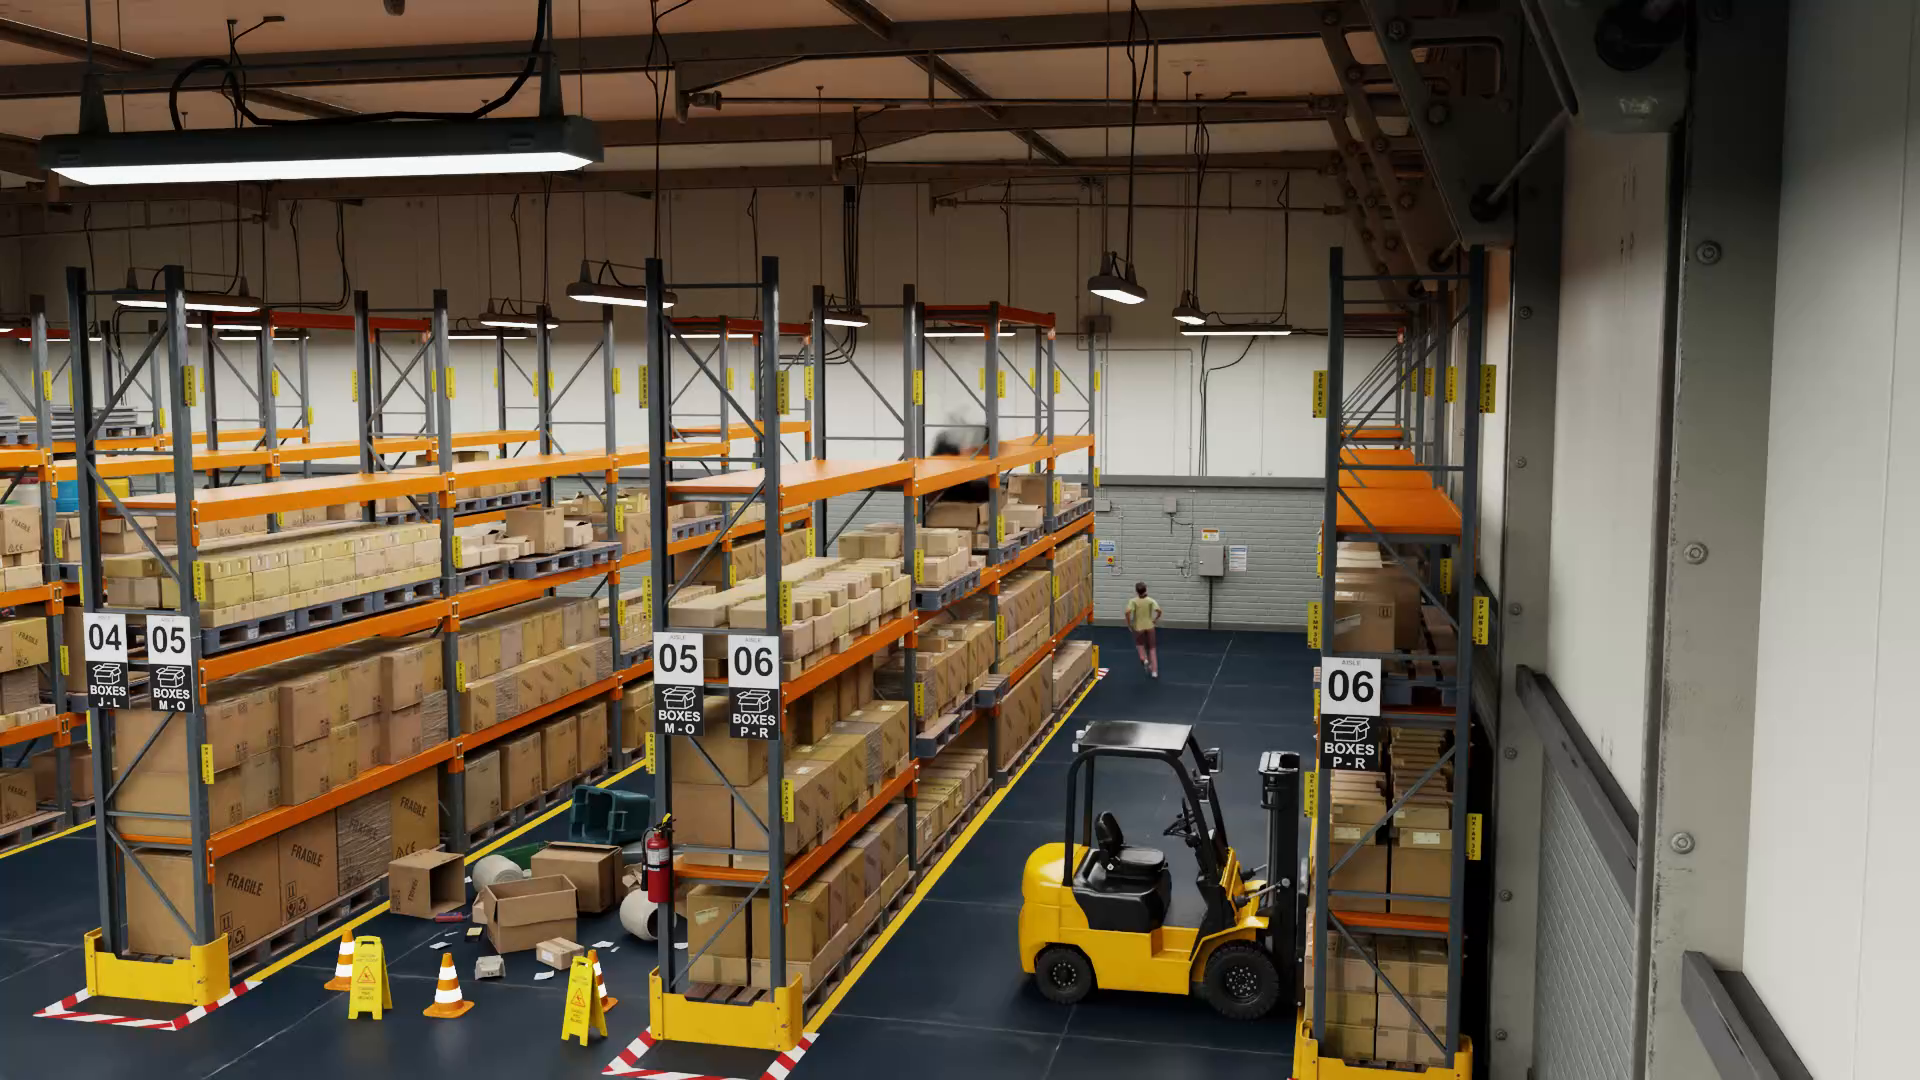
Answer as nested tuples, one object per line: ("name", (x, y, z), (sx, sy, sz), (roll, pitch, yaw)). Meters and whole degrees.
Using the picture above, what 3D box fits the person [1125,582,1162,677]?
("person", (3.094, 1.513, 28.258), (0.636, 1.607, 0.538), (0, 6, -2))
